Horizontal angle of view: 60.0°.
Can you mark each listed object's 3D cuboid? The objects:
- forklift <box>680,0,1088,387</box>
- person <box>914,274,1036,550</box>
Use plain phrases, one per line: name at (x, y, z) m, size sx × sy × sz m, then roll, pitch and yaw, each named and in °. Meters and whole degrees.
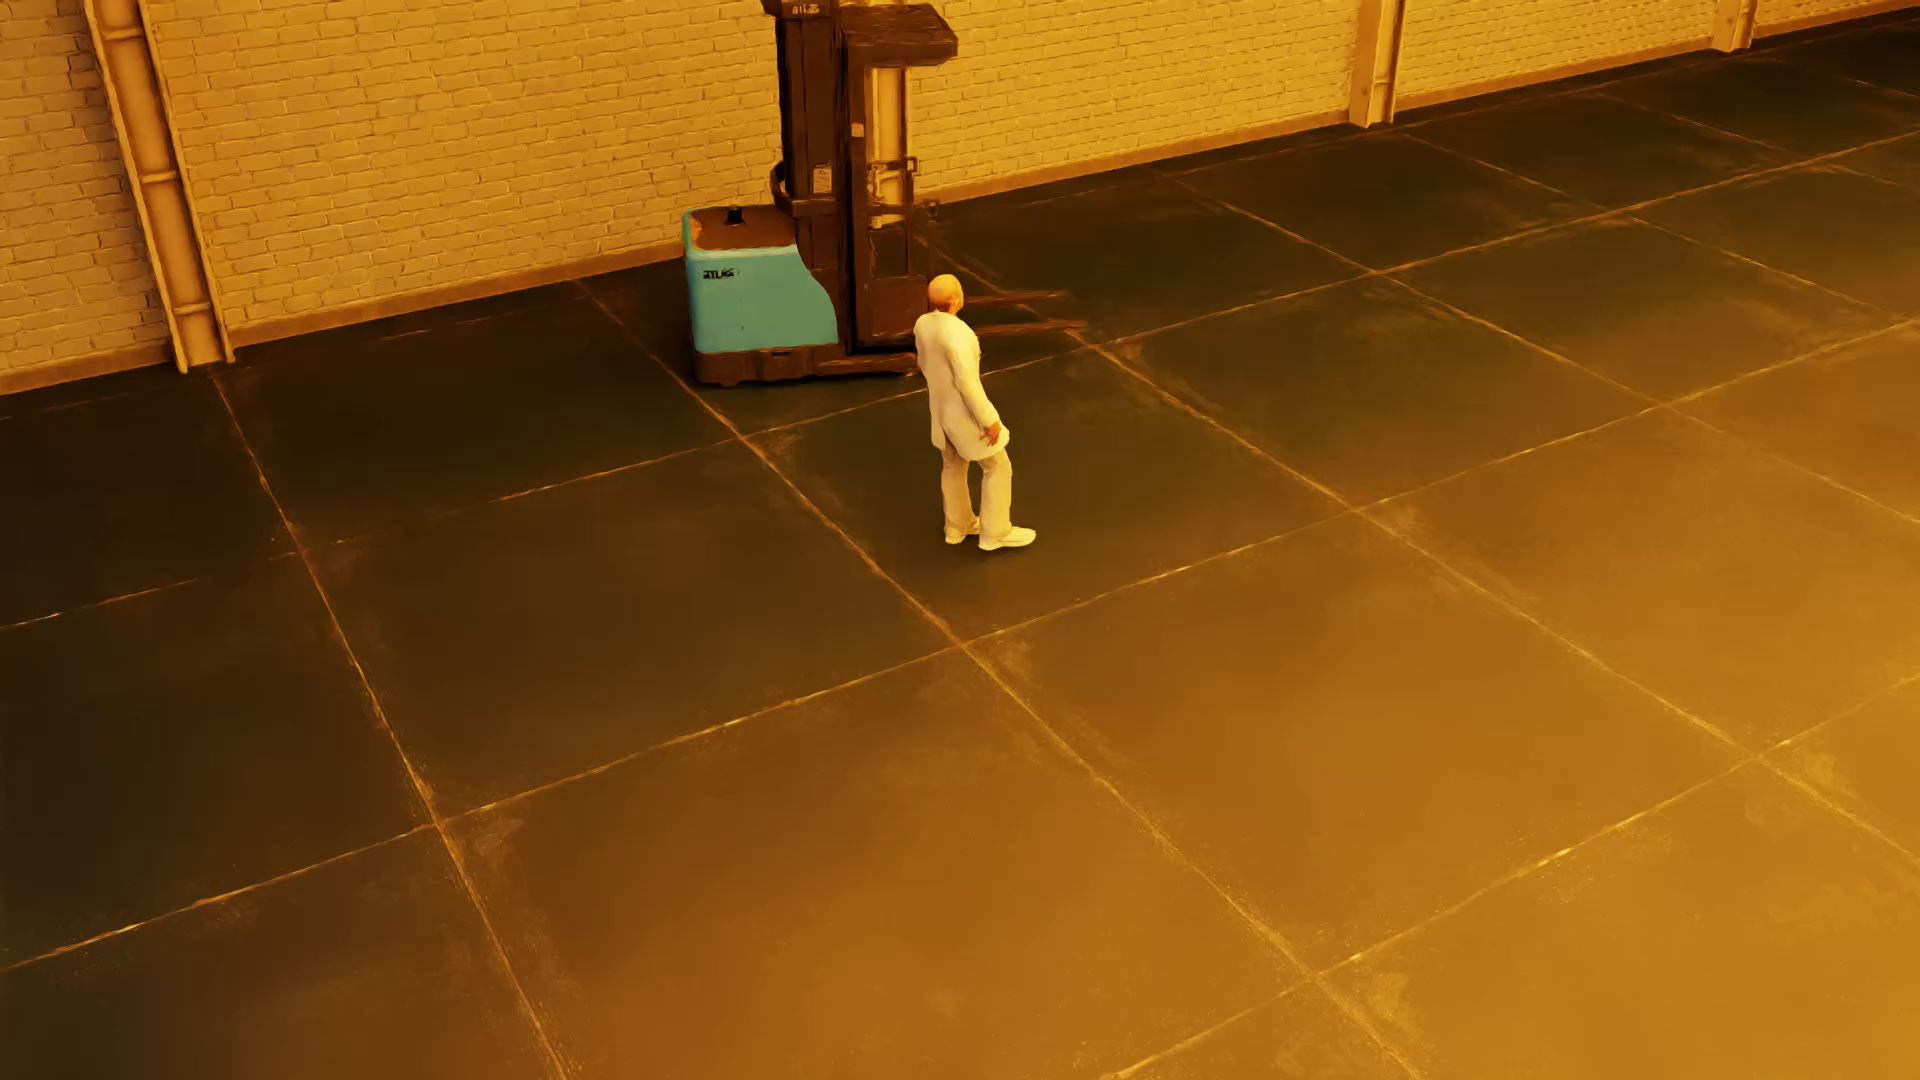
forklift at (-0.561, -2.758, 12.254) m, size 3.031 × 2.935 × 1.130 m, roll -6°, pitch 31°, yaw -9°
person at (0.078, -0.791, 10.075) m, size 0.586 × 1.775 × 0.694 m, roll -17°, pitch 35°, yaw -26°
